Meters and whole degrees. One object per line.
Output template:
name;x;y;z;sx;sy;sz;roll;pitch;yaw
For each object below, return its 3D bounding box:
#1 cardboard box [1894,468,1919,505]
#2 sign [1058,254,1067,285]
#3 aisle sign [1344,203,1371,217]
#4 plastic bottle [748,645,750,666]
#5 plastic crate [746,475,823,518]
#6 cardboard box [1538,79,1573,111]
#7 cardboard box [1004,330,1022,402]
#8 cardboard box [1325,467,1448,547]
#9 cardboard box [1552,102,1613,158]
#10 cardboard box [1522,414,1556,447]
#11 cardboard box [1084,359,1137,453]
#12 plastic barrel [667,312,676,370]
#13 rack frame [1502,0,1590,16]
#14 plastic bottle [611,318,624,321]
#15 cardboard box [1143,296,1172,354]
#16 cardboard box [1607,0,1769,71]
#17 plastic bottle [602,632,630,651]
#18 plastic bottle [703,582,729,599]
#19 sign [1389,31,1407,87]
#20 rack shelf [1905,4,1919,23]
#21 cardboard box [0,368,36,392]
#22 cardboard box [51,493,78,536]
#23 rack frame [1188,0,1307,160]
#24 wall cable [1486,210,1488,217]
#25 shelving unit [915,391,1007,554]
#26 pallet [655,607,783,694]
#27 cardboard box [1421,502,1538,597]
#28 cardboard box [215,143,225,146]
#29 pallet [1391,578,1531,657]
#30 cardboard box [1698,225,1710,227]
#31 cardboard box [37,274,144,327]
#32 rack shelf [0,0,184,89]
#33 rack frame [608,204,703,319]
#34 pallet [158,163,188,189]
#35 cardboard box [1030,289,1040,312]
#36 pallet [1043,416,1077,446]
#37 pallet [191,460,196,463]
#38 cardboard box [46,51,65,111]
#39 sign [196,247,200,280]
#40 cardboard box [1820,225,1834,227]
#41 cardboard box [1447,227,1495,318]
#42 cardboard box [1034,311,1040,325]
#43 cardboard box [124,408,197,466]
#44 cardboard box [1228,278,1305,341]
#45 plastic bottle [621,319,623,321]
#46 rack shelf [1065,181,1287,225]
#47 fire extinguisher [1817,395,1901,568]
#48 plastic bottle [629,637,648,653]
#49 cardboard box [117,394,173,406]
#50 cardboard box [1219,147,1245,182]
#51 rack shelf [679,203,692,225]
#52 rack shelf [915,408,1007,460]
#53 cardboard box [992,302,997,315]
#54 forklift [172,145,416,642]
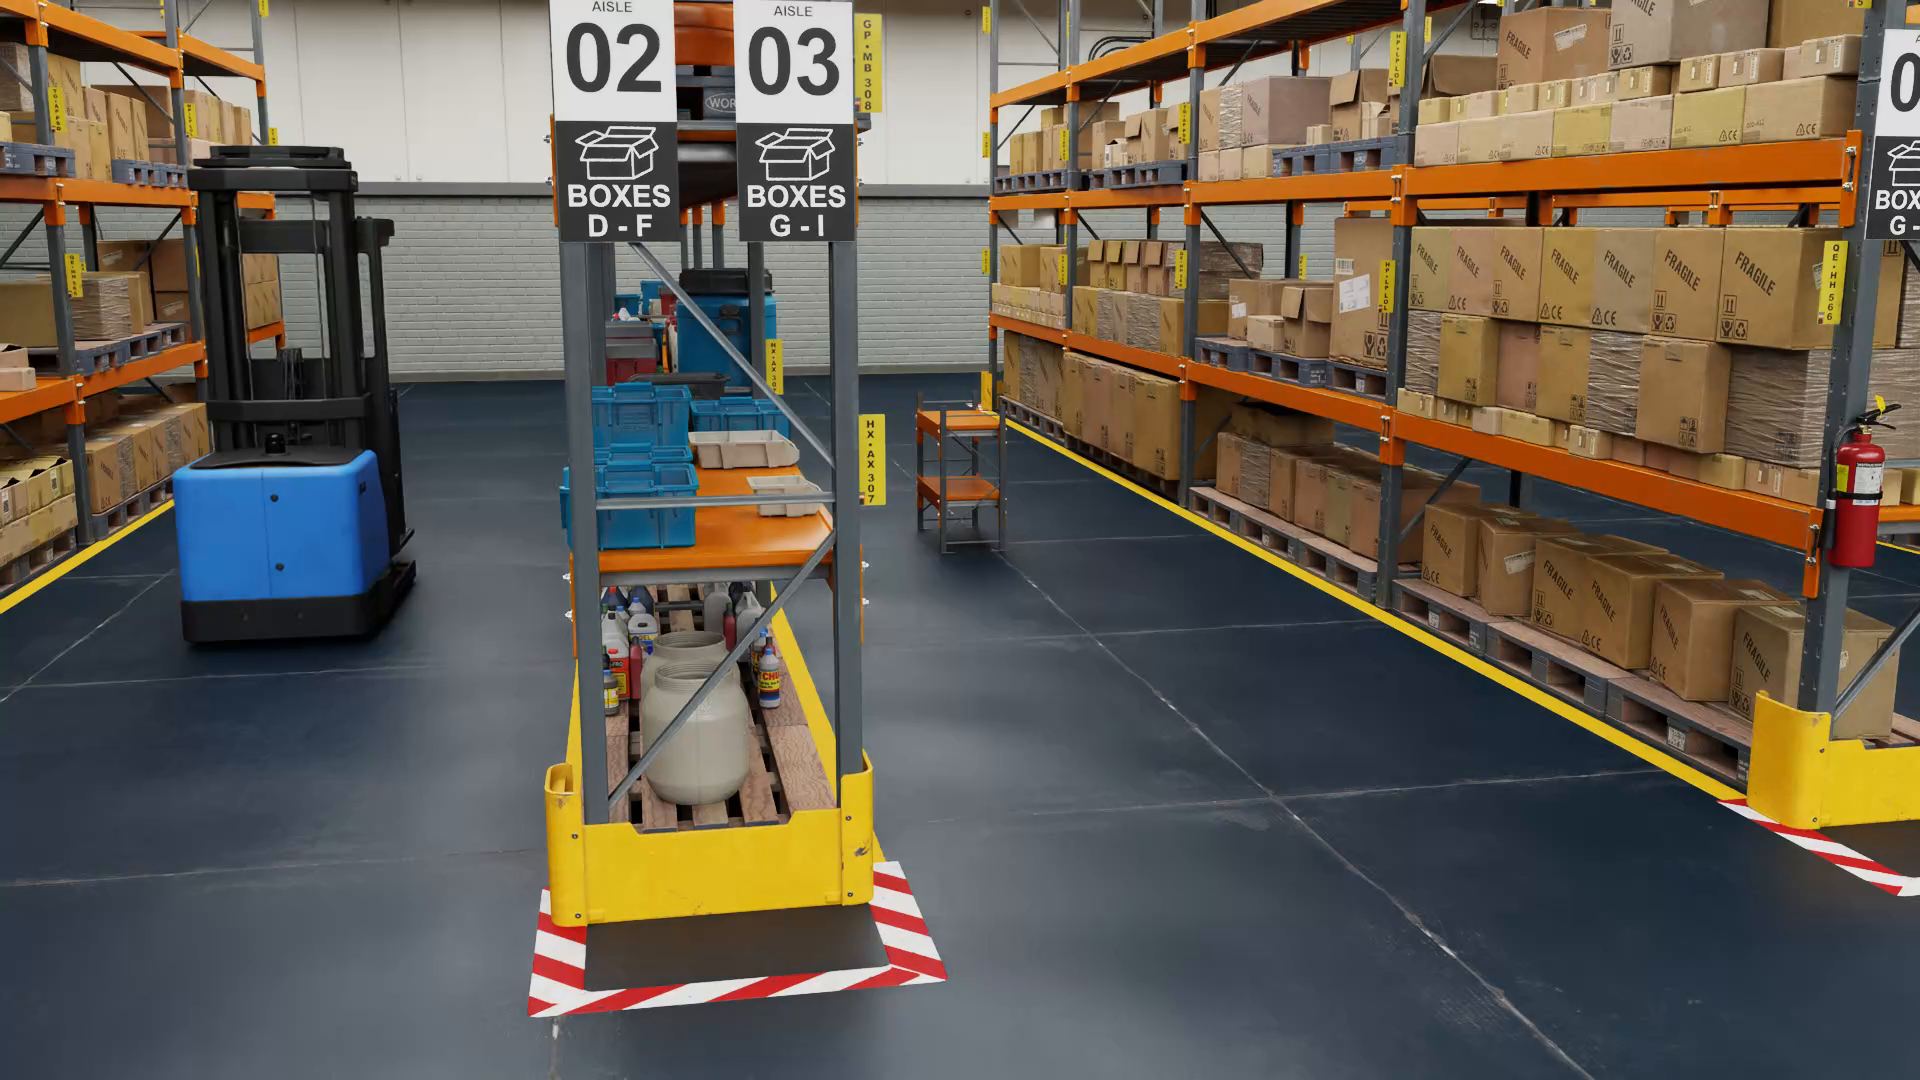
cardboard box;4.180;-0.248;7.149;0.380;0.149;0.250;-2;11;-11
sign;1.123;-2.955;18.172;0.100;0.325;0.005;-2;11;-11
aisle sign;5.466;-4.686;22.843;0.394;0.787;0.004;-2;11;-11
plastic bottle;-1.049;0.547;8.606;0.097;0.201;0.097;0;11;0
plastic crate;-0.715;-0.177;6.807;0.298;0.136;0.250;-2;11;-11
cardboard box;3.275;-2.331;8.734;0.380;0.149;0.250;-2;11;-12
cardboard box;1.093;-2.293;21.781;0.875;0.875;0.875;-2;11;-11
cardboard box;3.051;-0.234;11.911;0.700;0.500;0.500;-2;11;-11
cardboard box;3.364;-2.067;8.414;0.500;0.250;0.500;-2;11;-12
cardboard box;3.275;-0.596;8.975;0.380;0.149;0.250;-2;11;-11
cardboard box;1.986;-1.393;17.054;1.225;0.875;0.875;-3;11;-13
plastic barrel;-2.003;-1.472;12.606;0.421;0.512;0.421;0;11;0
rack frame;6.552;-5.620;18.657;1.000;3.000;0.127;-2;11;-11
plastic bottle;-3.294;-2.002;16.022;0.152;0.276;0.135;-2;11;-11
cardboard box;2.015;-2.000;15.414;0.500;0.500;0.500;-2;11;-12
cardboard box;3.452;-2.500;7.886;0.500;0.500;0.500;-2;11;-11
plastic bottle;-1.693;0.598;8.140;0.152;0.276;0.135;-2;11;-13
plastic bottle;-1.368;0.334;9.326;0.144;0.351;0.185;-2;11;-11
sign;2.680;-2.944;10.184;0.100;0.325;0.005;-2;11;-11
rack shelf;7.719;-3.970;12.981;1.077;0.370;4.000;-2;11;-11
cardboard box;-6.826;-1.140;11.834;0.380;0.149;0.250;-2;11;-11
cardboard box;-6.931;-0.186;12.382;0.500;0.250;0.500;-2;11;-10
rack frame;2.446;-4.725;13.953;1.000;3.000;0.127;-2;11;-11
wall cable;9.491;-5.153;29.447;0.585;1.953;0.123;-2;11;-11
shelving unit;-0.001;-0.554;13.098;0.538;1.125;1.048;-2;11;-11
pallet;-1.545;0.631;9.319;1.003;0.211;1.213;-2;11;-11
cardboard box;3.262;0.052;10.461;0.500;0.500;0.500;-2;11;-13
cardboard box;-8.086;-4.079;17.647;0.500;0.250;0.500;-2;11;-11
pallet;3.389;0.448;10.280;1.003;0.211;1.213;-2;11;-11
cardboard box;10.467;-4.292;23.046;0.380;0.149;0.250;-2;11;-9
cardboard box;-7.982;-2.188;15.281;0.700;0.500;0.500;0;11;-2
rack shelf;-7.661;-4.182;14.096;1.077;0.370;4.000;-2;11;-11
rack frame;-3.191;-2.331;17.422;1.000;3.000;0.127;-2;11;-11
pallet;-7.992;-3.411;15.574;1.213;0.211;1.003;-2;11;-11
cardboard box;1.122;-2.844;19.720;0.500;0.250;0.500;-2;11;-10
pallet;1.596;-1.284;19.377;1.003;0.211;1.213;-2;11;-11
pallet;-7.855;-0.634;15.963;1.003;0.211;1.213;-2;11;-11
cardboard box;-7.450;-3.606;13.154;0.500;0.500;0.500;-2;11;-11
sign;-7.507;-2.741;16.480;0.100;0.325;0.005;-2;11;-11
cardboard box;11.033;-3.874;20.851;0.380;0.149;0.250;-2;11;-11
cardboard box;3.160;-1.547;9.565;0.500;0.500;0.500;-2;11;-11
cardboard box;1.086;-2.621;19.614;0.380;0.149;0.250;-2;11;-10
cardboard box;-7.585;-0.969;15.773;0.500;0.500;0.500;-2;11;-11
cardboard box;2.590;-1.935;13.952;0.500;0.500;0.500;-4;11;-18
plastic bottle;-3.249;-1.959;15.799;0.152;0.276;0.135;-2;11;-11
rack shelf;2.057;-3.265;16.228;1.077;0.370;4.000;-2;11;-11
fire extinguisher;3.572;-0.235;6.614;0.296;0.674;0.183;-2;11;-11
plastic bottle;-1.619;0.592;8.371;0.097;0.201;0.097;0;11;0
cardboard box;-8.439;-1.234;17.166;0.500;0.500;0.500;-2;11;-11
cardboard box;2.387;-2.988;13.251;0.500;0.250;0.500;-2;11;-10
rack shelf;-3.580;-3.818;19.136;1.077;0.370;4.000;-2;11;-11
rack shelf;-0.001;-0.841;13.043;0.538;0.278;1.000;-2;11;-11
cardboard box;0.635;-3.044;21.841;0.380;0.149;0.250;-2;11;-10
forklift;-4.300;-1.068;10.967;1.130;2.935;3.031;-2;11;-10
